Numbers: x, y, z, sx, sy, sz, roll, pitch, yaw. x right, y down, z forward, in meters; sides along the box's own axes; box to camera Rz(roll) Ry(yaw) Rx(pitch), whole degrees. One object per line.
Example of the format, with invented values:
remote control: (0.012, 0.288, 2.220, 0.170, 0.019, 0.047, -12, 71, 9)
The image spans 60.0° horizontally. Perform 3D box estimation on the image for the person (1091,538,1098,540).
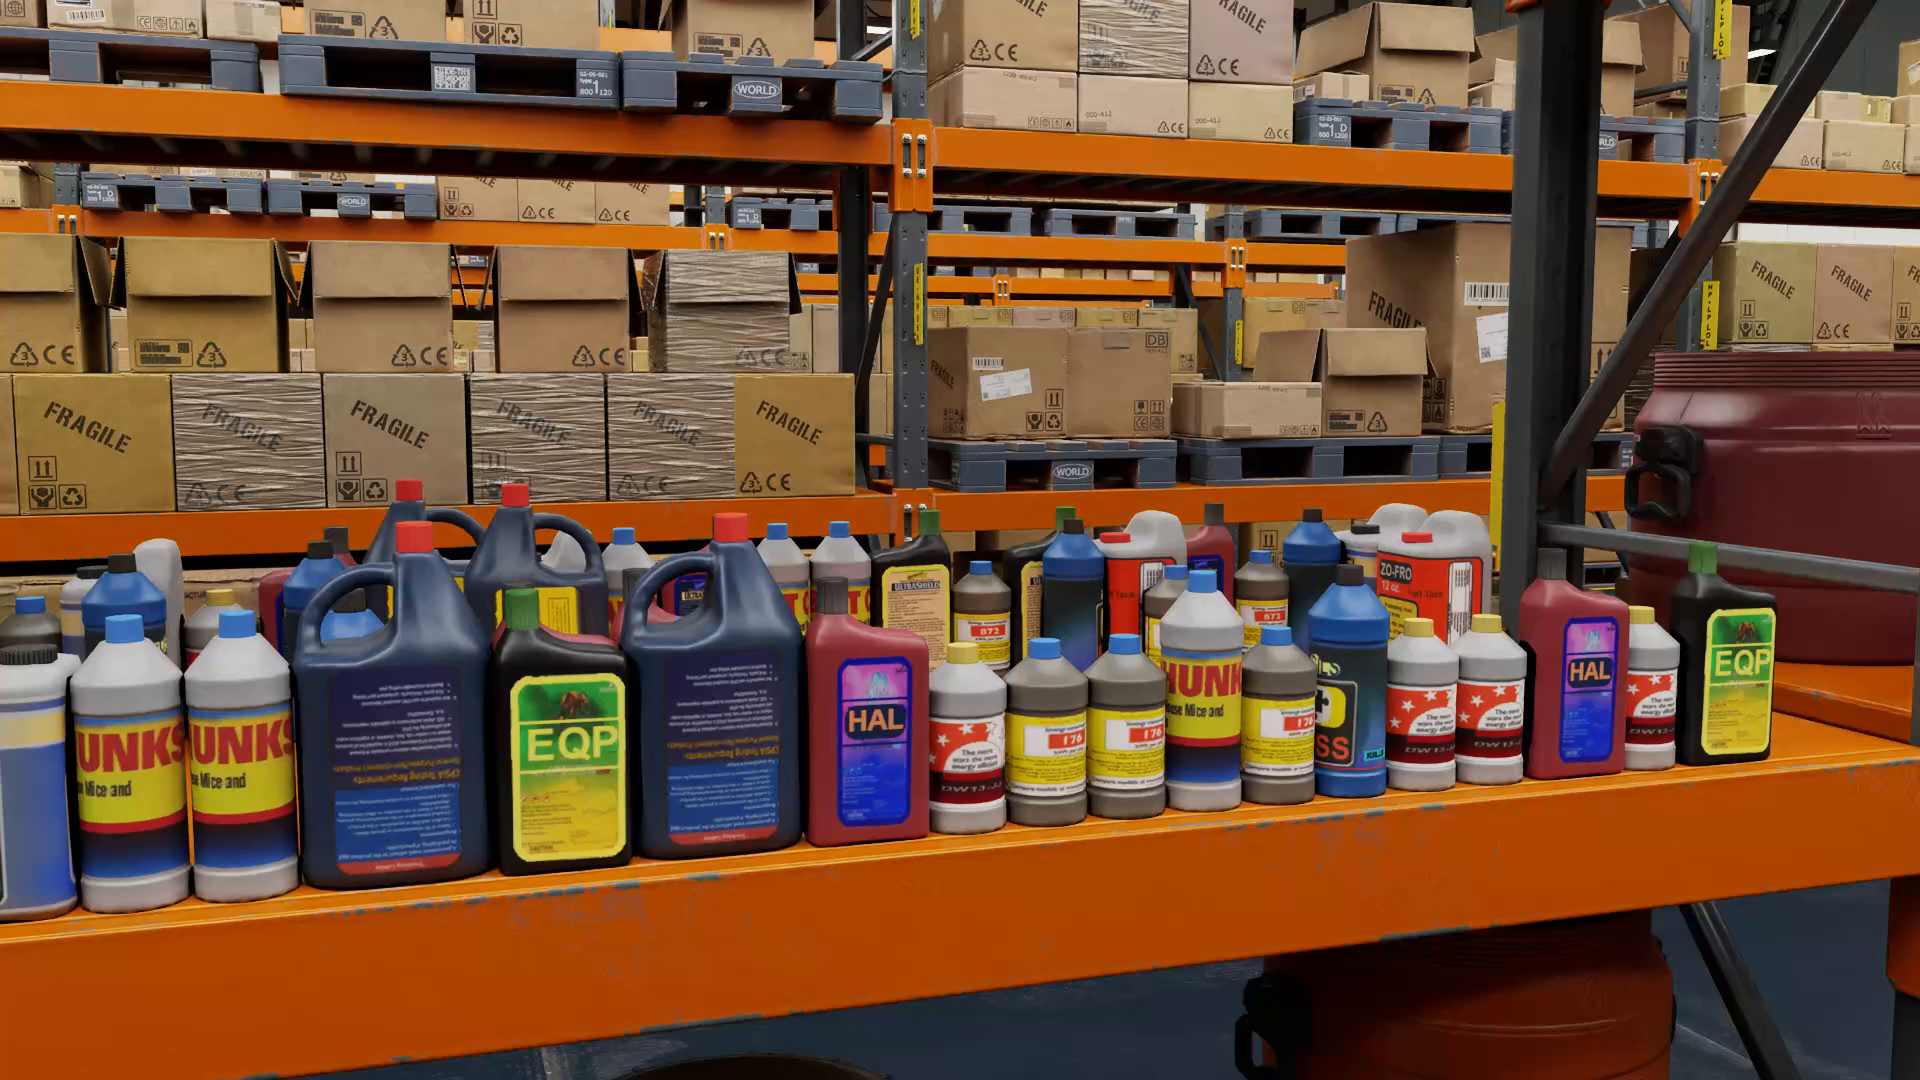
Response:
person: (0.887, 0.414, 9.747, 0.953, 0.871, 0.517, -2, 6, -21)
